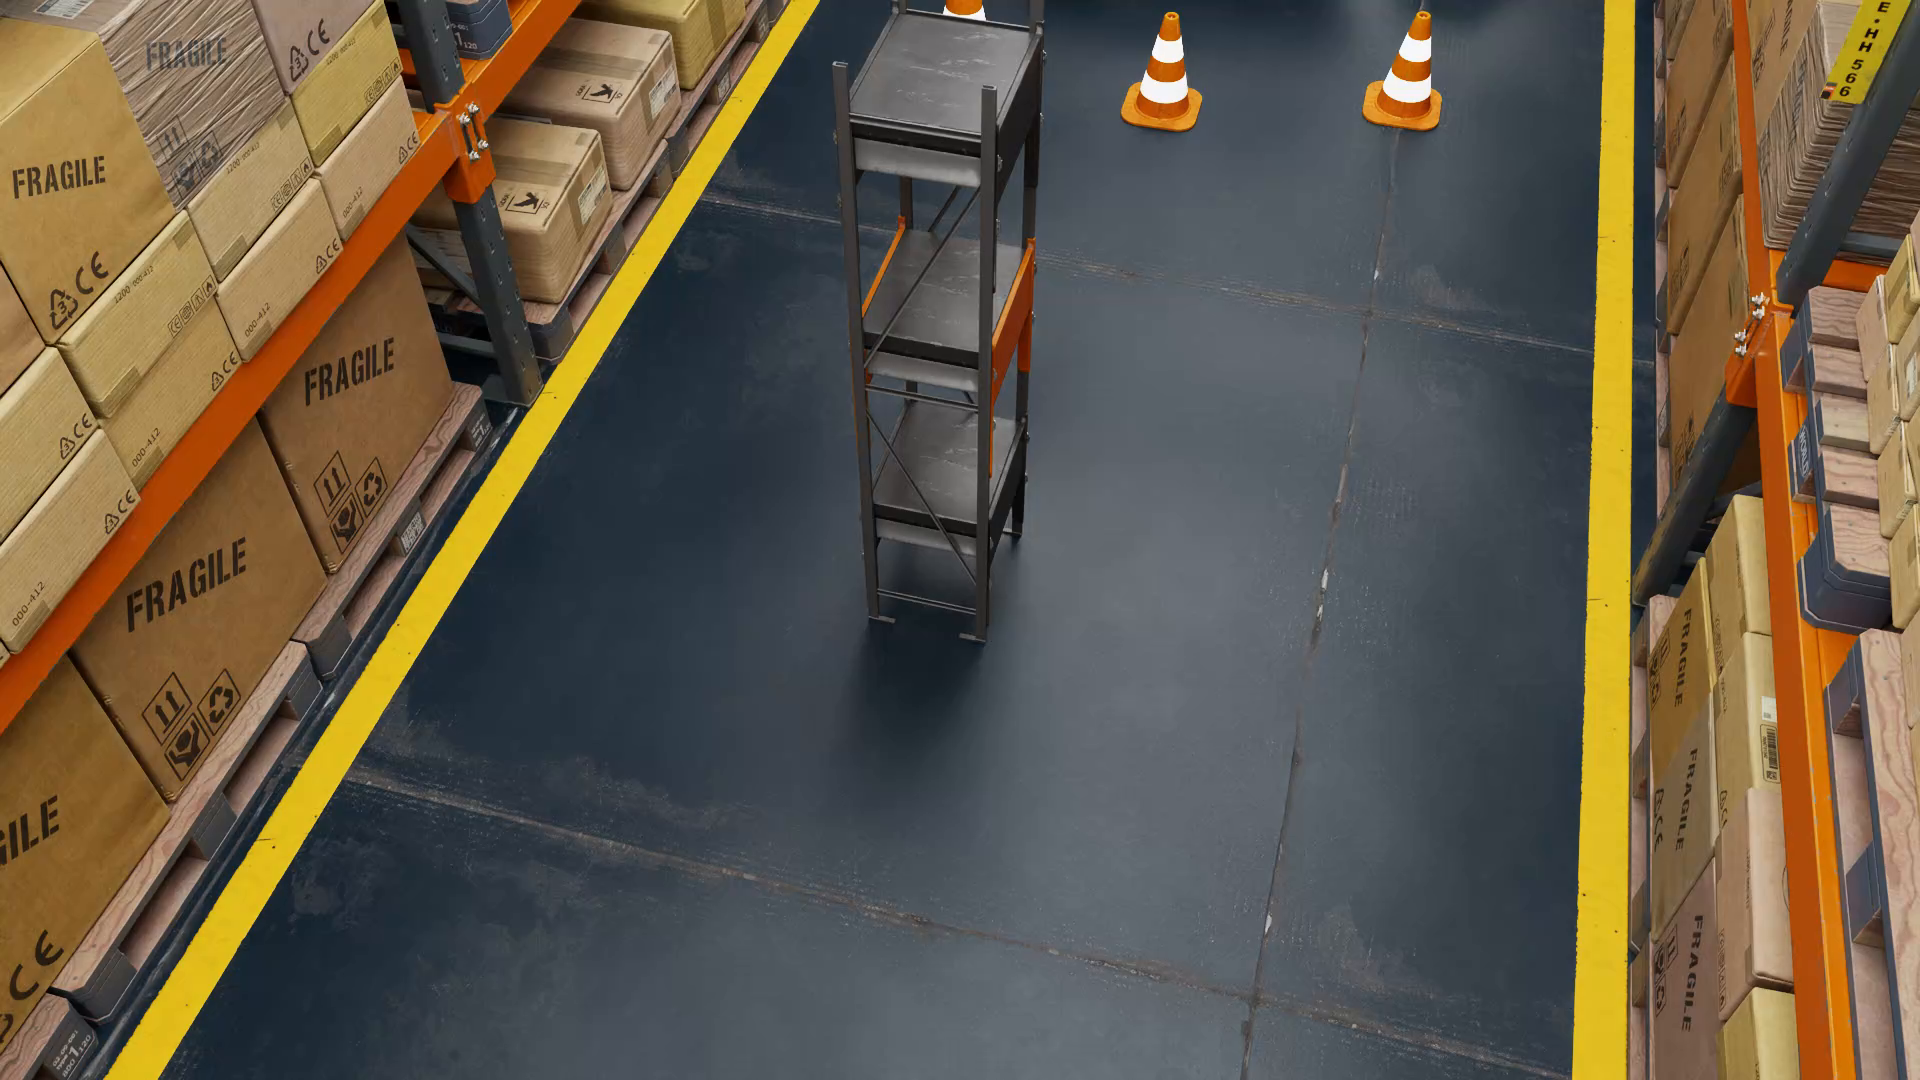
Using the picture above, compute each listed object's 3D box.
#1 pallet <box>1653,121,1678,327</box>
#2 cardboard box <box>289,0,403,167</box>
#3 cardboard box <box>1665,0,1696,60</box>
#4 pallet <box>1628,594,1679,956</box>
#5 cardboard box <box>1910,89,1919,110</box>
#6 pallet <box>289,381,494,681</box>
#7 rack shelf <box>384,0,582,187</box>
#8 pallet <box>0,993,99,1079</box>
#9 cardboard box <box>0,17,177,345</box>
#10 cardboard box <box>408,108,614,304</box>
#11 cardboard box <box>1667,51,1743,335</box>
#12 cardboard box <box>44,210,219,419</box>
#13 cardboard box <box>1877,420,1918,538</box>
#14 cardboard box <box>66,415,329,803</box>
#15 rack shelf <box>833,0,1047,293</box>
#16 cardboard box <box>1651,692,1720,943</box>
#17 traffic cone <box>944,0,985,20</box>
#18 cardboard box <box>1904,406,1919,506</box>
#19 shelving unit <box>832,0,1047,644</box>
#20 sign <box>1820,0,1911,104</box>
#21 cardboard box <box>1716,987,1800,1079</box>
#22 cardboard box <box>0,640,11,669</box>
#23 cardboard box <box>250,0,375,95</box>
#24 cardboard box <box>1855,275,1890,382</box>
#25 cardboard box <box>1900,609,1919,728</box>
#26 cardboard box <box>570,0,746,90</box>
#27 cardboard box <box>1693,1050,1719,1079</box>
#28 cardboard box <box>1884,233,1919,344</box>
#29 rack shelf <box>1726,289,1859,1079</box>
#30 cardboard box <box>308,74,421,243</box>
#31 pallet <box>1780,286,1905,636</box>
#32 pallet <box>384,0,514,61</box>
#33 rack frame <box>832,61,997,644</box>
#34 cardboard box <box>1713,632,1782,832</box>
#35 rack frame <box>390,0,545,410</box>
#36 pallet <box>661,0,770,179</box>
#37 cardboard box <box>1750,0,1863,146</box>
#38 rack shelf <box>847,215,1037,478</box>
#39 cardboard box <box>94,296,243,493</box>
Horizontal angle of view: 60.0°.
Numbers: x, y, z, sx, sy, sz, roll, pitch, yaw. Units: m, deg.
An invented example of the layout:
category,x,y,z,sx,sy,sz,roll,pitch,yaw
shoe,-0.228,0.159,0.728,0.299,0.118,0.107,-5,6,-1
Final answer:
category,x,y,z,sx,sy,sz,roll,pitch,yaw
pallet,3.344,-1.229,6.694,1.003,0.211,1.213,12,50,10
cardboard box,-1.943,-1.336,4.695,0.500,0.250,0.500,11,50,10
cardboard box,3.717,-2.538,7.209,1.050,0.750,0.750,11,50,10
pallet,2.534,0.771,4.929,1.003,0.211,1.213,12,50,10
cardboard box,2.869,-1.403,4.254,0.700,0.500,0.500,11,50,10
pallet,-2.341,-0.142,5.735,1.003,0.211,1.213,12,50,10
rack shelf,-1.534,-2.829,6.726,1.077,0.370,4.000,12,50,10
pallet,-2.983,1.623,4.177,1.003,0.211,1.213,12,50,10
cardboard box,-2.209,-0.828,3.746,0.500,0.500,0.500,12,50,10
cardboard box,-1.903,-1.296,6.366,0.950,0.372,0.625,9,49,7
cardboard box,3.215,-1.167,5.999,1.050,0.750,0.750,12,50,11
cardboard box,-2.190,-0.590,4.036,0.500,0.250,0.500,10,49,9
cardboard box,2.287,-0.099,3.724,0.380,0.149,0.250,14,50,12
cardboard box,-2.562,0.071,4.823,0.875,0.875,0.875,12,50,10
rack shelf,-0.044,-1.029,4.342,0.431,0.518,0.480,12,50,10
cardboard box,2.180,0.797,4.433,0.500,0.500,0.500,12,50,10
traffic cone,0.016,-2.501,7.649,0.336,0.463,0.334,12,50,10
cardboard box,2.284,-0.170,3.589,0.380,0.149,0.250,10,49,9
shelving unit,-0.044,-0.575,4.857,0.431,2.100,0.503,12,50,10
sign,2.205,-1.207,4.042,0.100,0.325,0.005,12,50,10
cardboard box,1.914,1.274,3.512,0.500,0.250,0.500,10,49,8
cardboard box,-2.458,0.314,3.572,0.500,0.250,0.500,11,50,10
cardboard box,-1.945,-1.559,4.391,0.500,0.500,0.500,10,49,9
cardboard box,2.429,-0.488,4.068,0.380,0.149,0.250,11,49,10
cardboard box,2.150,0.289,3.381,0.380,0.149,0.250,13,50,11
cardboard box,-1.511,-2.379,7.322,0.950,0.372,0.625,13,50,11
cardboard box,1.915,1.539,3.778,0.500,0.500,0.500,11,49,9
cardboard box,2.420,-0.561,3.933,0.380,0.149,0.250,14,50,12
rack shelf,2.215,0.968,3.375,1.077,0.370,4.000,12,50,10
cardboard box,-1.944,-1.154,4.867,0.500,0.250,0.500,10,49,9
pallet,2.656,-0.117,3.980,1.213,0.211,1.003,12,50,10
pallet,-1.976,-2.093,5.725,1.213,0.211,1.003,12,50,10
rack frame,-0.108,-0.399,4.701,0.400,2.100,0.015,12,50,10
cardboard box,2.193,0.541,4.159,0.500,0.250,0.500,11,49,10
rack frame,-2.061,-1.620,5.179,1.000,3.000,0.127,12,50,10
pallet,-1.531,-2.142,7.500,1.003,0.211,1.213,12,50,10
cardboard box,2.733,-1.489,4.997,0.500,0.500,0.500,12,50,10
rack shelf,-0.044,-0.566,4.867,0.431,0.518,0.480,12,50,10
cardboard box,-2.211,-0.420,4.220,0.500,0.250,0.500,11,50,10
